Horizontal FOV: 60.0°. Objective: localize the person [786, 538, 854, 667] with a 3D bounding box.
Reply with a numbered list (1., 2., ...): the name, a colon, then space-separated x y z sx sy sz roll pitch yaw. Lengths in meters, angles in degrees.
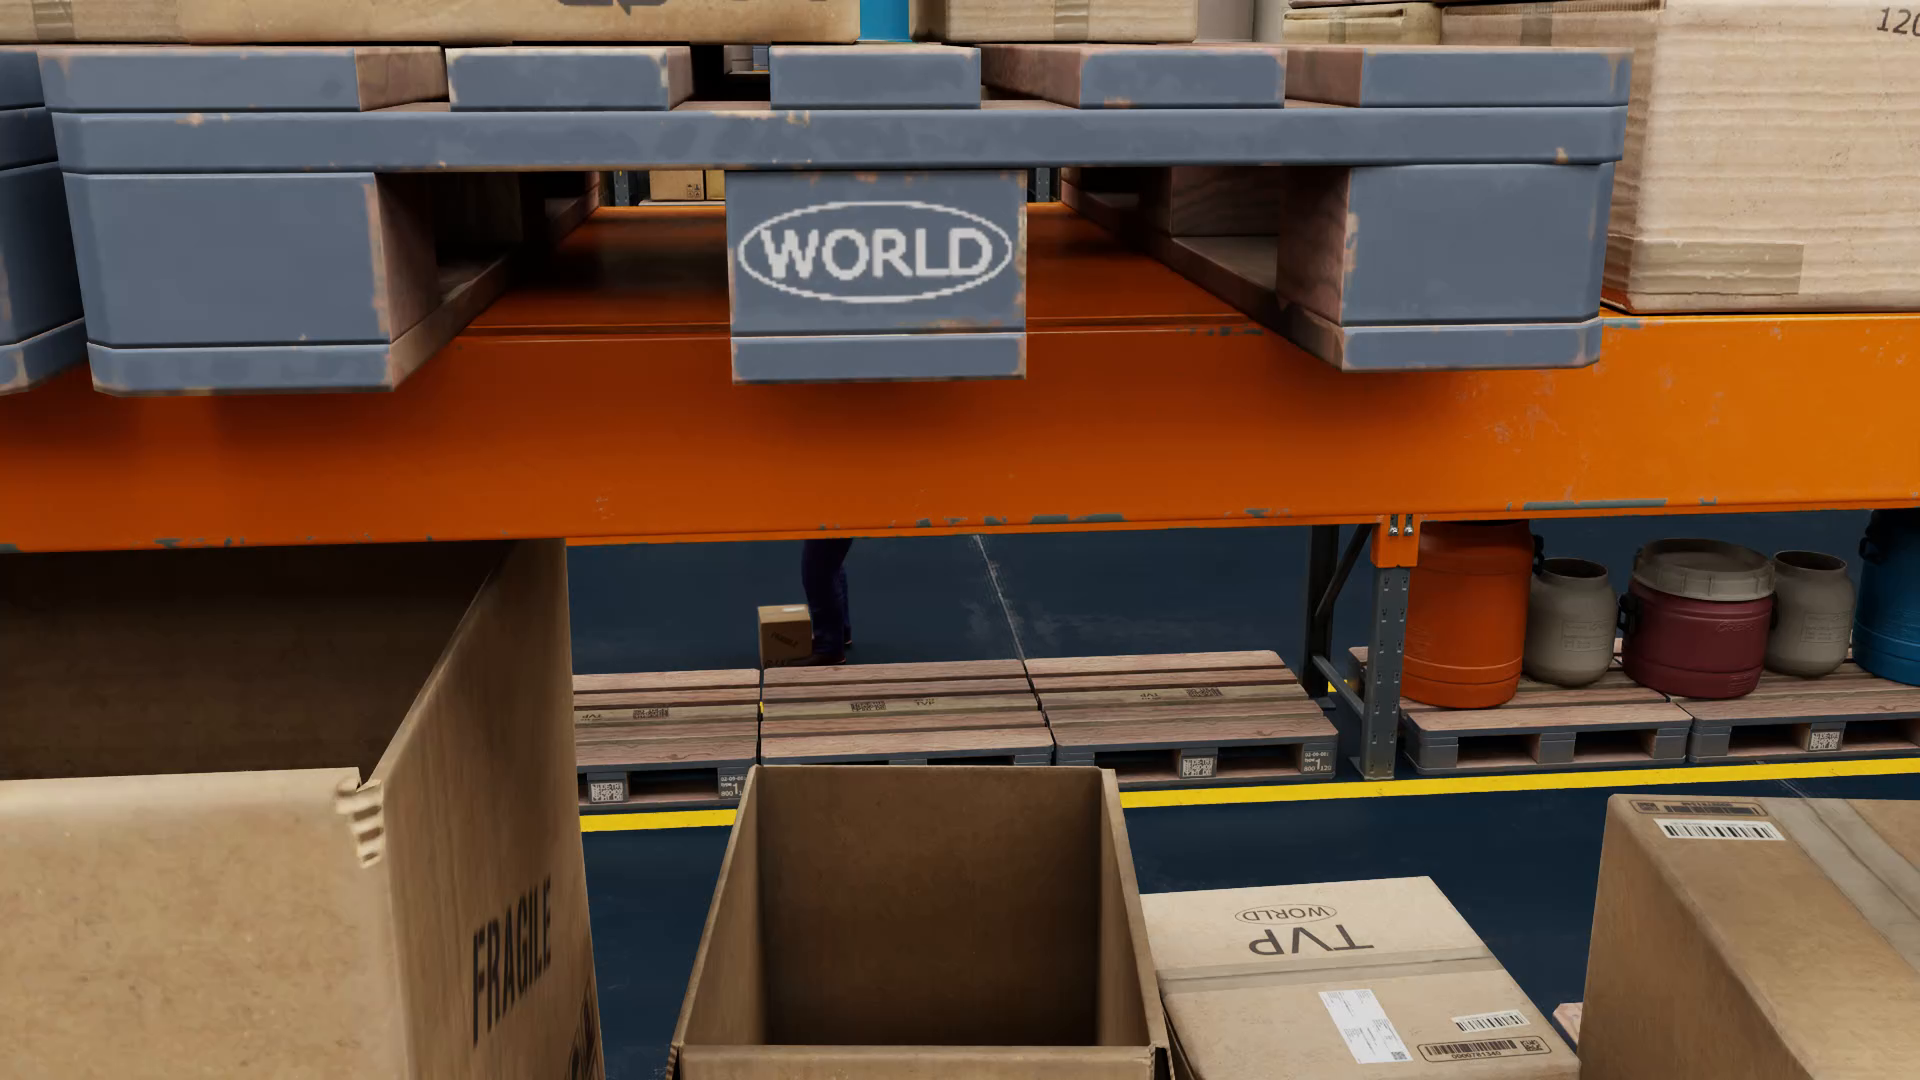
1. person: -0.674 -0.191 8.189 0.424 1.651 0.544 -2 17 -8
